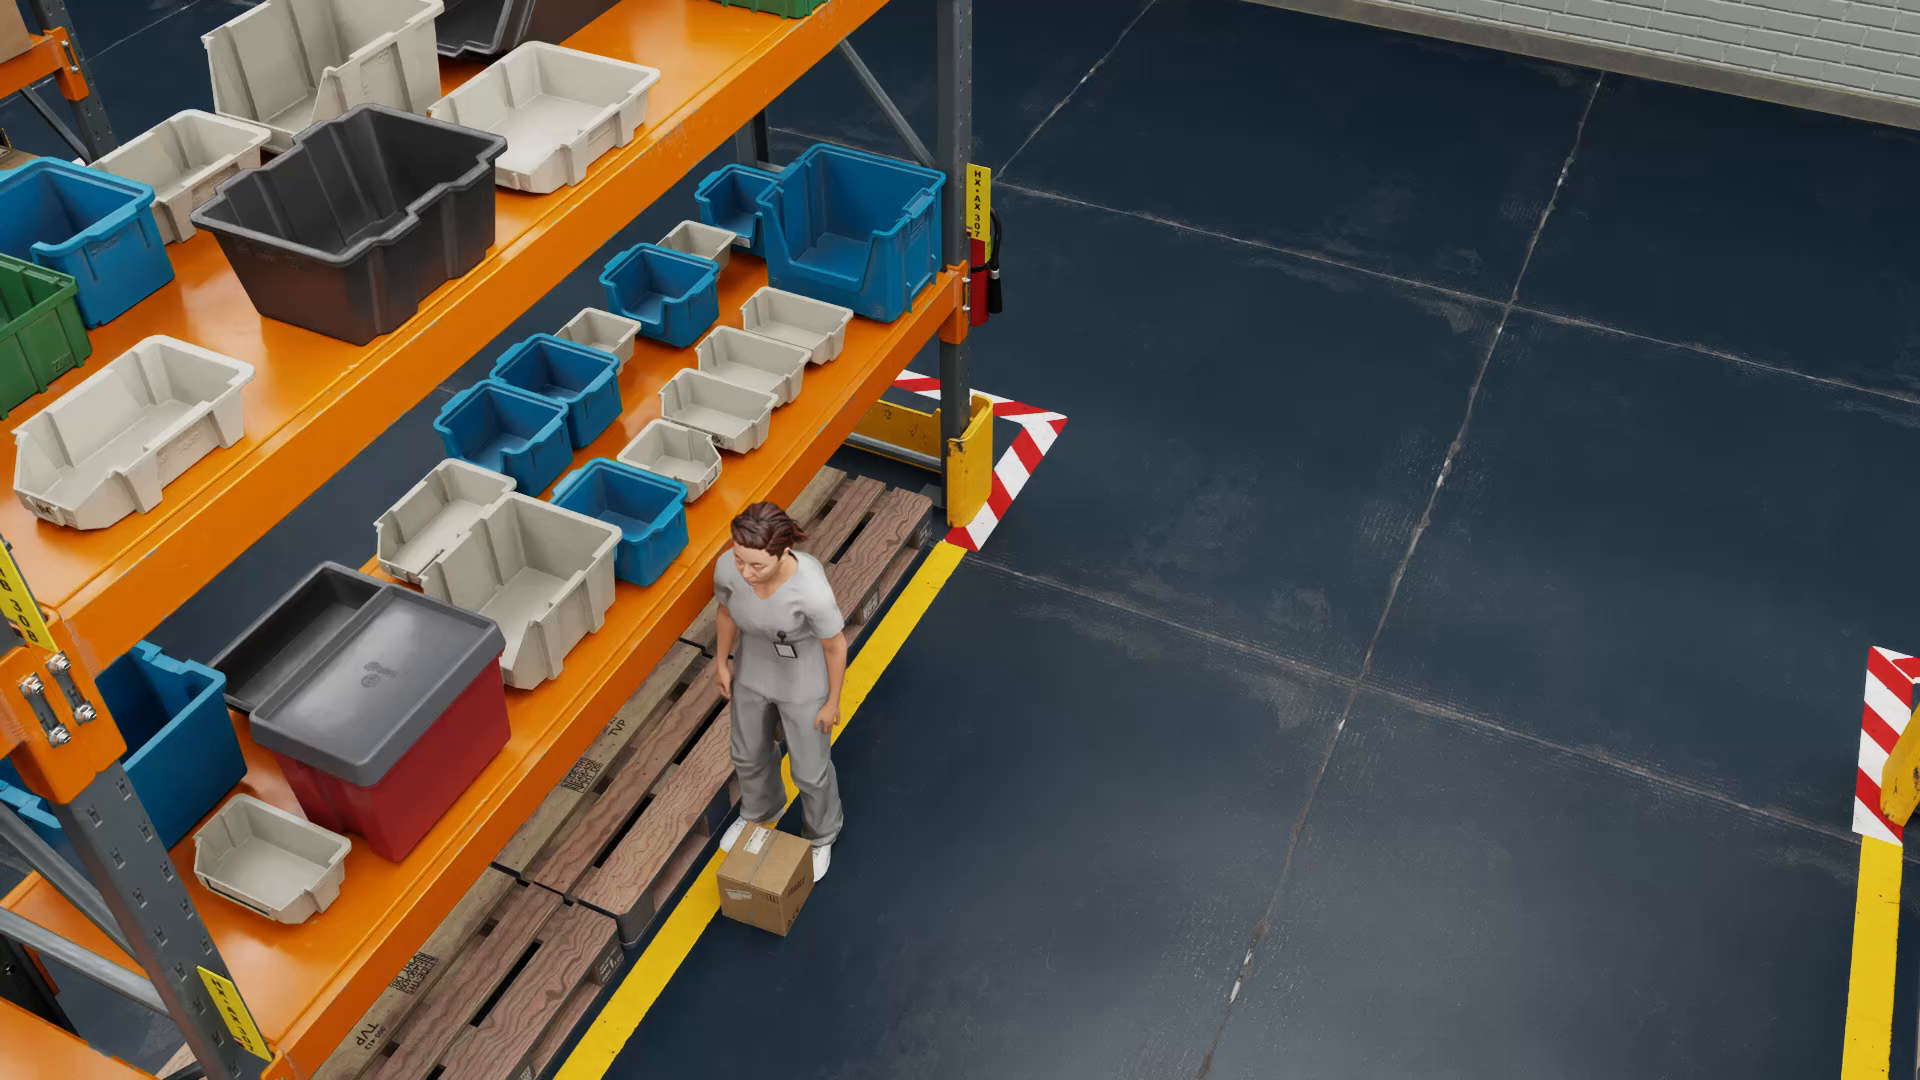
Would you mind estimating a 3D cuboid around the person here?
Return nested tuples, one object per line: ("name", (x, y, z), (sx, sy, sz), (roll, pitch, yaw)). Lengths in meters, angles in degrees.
("person", (-0.608, 0.491, 5.619), (0.486, 1.672, 0.359), (17, 45, 18))
